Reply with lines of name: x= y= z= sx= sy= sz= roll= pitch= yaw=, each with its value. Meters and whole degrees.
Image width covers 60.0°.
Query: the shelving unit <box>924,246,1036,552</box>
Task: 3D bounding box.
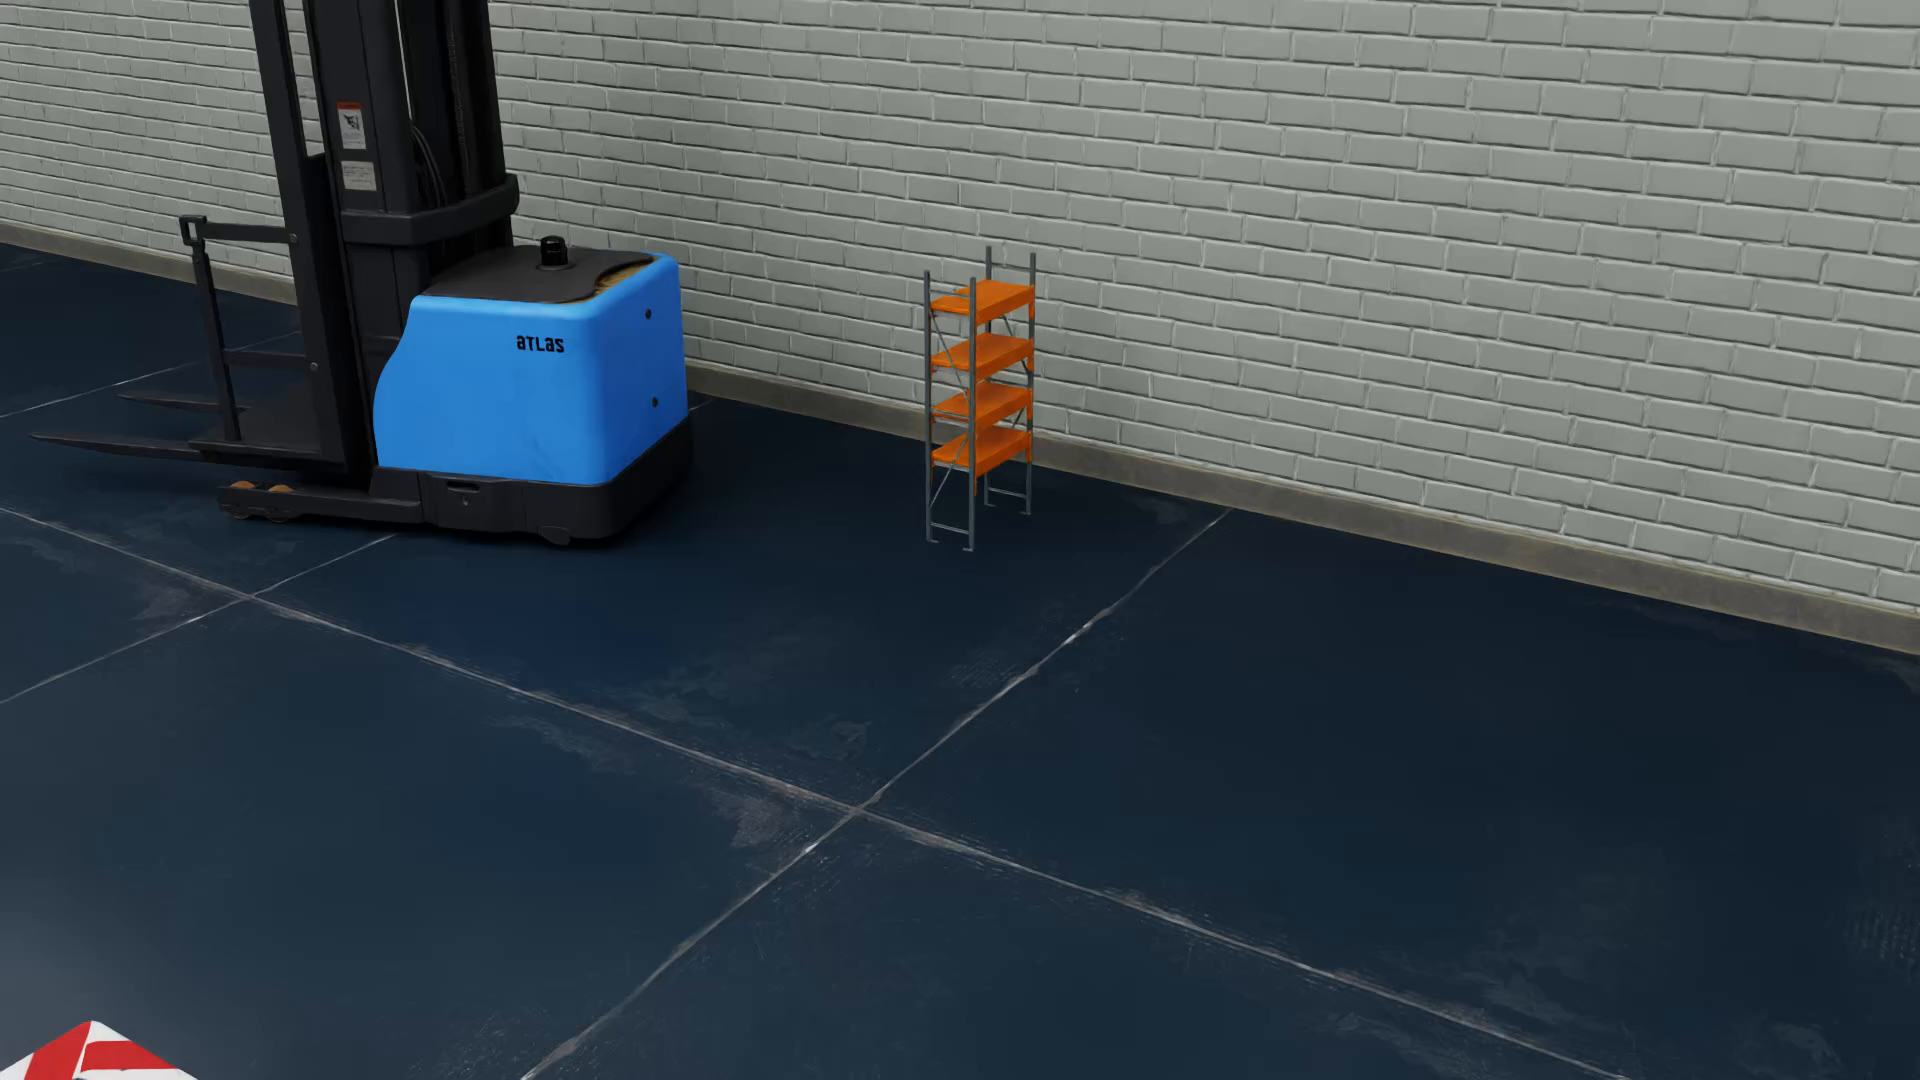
shelving unit: x=0.087 y=-0.606 z=7.141 sx=0.258 sy=1.200 sz=0.503 roll=14 pitch=27 yaw=29

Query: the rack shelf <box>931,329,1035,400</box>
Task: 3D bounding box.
rack shelf: x=0.087 y=-0.750 z=7.079 sx=0.258 sy=0.148 sz=0.480 roll=14 pitch=27 yaw=29

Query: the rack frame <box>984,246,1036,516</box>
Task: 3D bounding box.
rack frame: x=0.216 y=-0.689 z=7.331 sx=0.240 sy=1.200 sz=0.015 roll=14 pitch=27 yaw=29

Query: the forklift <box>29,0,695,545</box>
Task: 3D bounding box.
forklift: x=-2.837 y=-1.619 z=7.301 sx=3.031 sy=2.935 sz=1.130 roll=6 pitch=24 yaw=13

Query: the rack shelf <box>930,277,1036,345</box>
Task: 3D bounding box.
rack shelf: x=0.087 y=-0.967 z=6.985 sx=0.258 sy=0.148 sz=0.480 roll=14 pitch=27 yaw=29

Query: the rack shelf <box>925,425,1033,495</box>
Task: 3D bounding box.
rack shelf: x=0.087 y=-0.363 z=7.246 sx=0.258 sy=0.148 sz=0.480 roll=14 pitch=27 yaw=29

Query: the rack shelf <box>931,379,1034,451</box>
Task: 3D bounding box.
rack shelf: x=0.087 y=-0.545 z=7.167 sx=0.258 sy=0.148 sz=0.480 roll=14 pitch=27 yaw=29

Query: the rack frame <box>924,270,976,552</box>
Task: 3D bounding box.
rack frame: x=-0.041 y=-0.524 z=6.950 sx=0.240 sy=1.200 sz=0.015 roll=14 pitch=27 yaw=29
